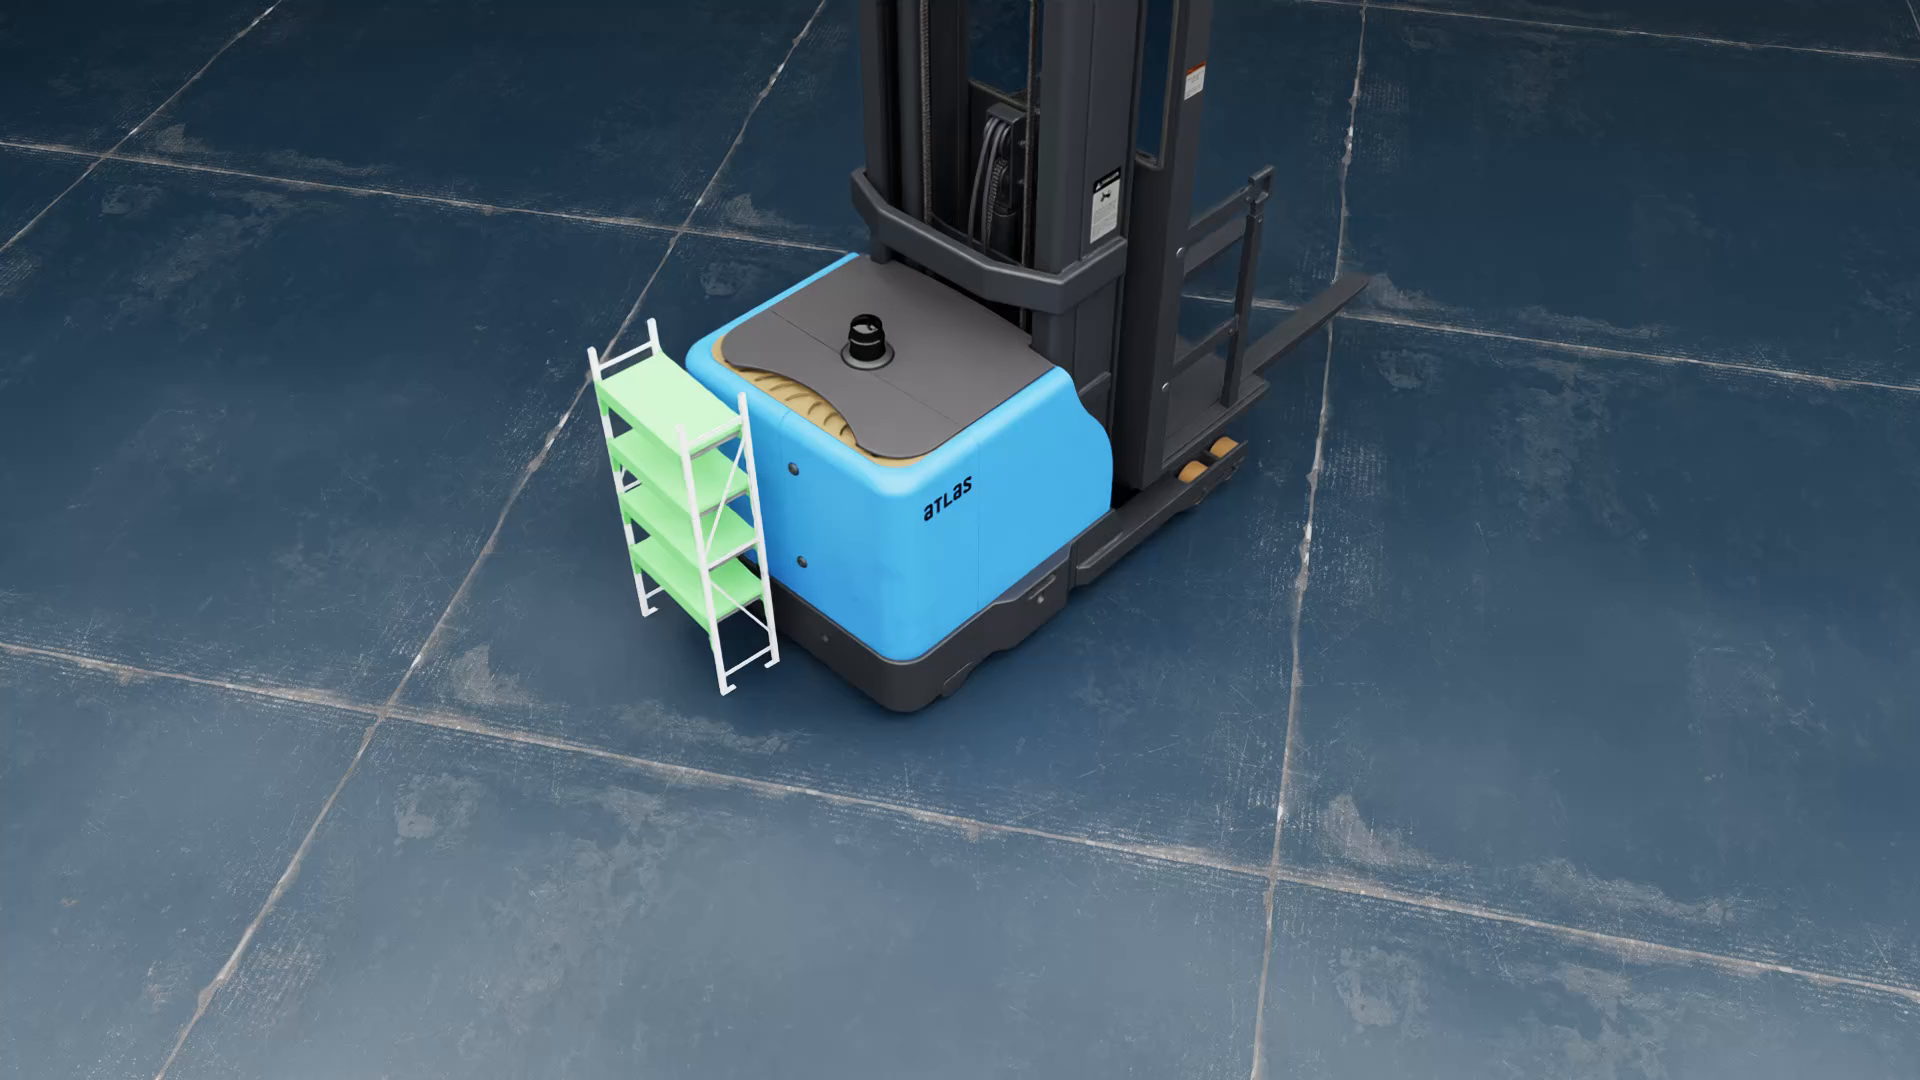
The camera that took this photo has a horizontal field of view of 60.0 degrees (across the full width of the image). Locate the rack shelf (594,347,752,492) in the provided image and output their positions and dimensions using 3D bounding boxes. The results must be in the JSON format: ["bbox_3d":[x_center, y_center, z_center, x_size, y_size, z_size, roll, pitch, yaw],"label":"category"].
[{"bbox_3d":[-0.894,-0.381,5.178,0.258,0.148,0.480,-31,52,-28],"label":"rack shelf"}]

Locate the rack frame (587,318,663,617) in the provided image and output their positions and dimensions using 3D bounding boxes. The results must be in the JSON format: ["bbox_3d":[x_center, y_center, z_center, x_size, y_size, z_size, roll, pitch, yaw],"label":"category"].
[{"bbox_3d":[-1.050,-0.211,5.602,0.240,1.200,0.015,-31,52,-28],"label":"rack frame"}]

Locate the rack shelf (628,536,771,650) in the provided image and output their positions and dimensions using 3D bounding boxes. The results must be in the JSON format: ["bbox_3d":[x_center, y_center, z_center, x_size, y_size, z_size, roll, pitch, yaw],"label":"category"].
[{"bbox_3d":[-0.888,0.134,5.681,0.258,0.148,0.480,-31,52,-28],"label":"rack shelf"}]

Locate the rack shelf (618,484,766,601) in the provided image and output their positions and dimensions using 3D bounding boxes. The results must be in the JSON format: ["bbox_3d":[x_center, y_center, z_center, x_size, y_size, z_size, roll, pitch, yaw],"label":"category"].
[{"bbox_3d":[-0.890,-0.037,5.513,0.258,0.148,0.480,-31,52,-28],"label":"rack shelf"}]

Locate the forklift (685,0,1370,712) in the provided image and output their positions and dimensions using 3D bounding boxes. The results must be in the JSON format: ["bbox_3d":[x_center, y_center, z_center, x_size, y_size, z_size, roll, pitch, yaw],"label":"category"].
[{"bbox_3d":[0.472,-1.412,5.604,1.130,2.935,3.031,33,53,30],"label":"forklift"}]

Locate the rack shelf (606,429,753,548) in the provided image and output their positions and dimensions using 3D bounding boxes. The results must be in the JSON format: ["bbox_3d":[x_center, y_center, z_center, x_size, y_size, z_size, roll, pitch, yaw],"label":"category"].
[{"bbox_3d":[-0.892,-0.209,5.346,0.258,0.148,0.480,-31,52,-28],"label":"rack shelf"}]

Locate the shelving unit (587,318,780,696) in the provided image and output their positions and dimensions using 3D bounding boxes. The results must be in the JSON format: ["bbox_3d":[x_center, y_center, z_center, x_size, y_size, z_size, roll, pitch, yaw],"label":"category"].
[{"bbox_3d":[-0.890,-0.083,5.469,0.258,1.200,0.503,-31,52,-28],"label":"shelving unit"}]

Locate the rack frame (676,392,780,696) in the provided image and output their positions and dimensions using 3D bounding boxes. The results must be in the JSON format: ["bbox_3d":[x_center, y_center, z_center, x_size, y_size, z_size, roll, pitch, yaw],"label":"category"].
[{"bbox_3d":[-0.731,0.045,5.336,0.240,1.200,0.015,-31,52,-28],"label":"rack frame"}]
